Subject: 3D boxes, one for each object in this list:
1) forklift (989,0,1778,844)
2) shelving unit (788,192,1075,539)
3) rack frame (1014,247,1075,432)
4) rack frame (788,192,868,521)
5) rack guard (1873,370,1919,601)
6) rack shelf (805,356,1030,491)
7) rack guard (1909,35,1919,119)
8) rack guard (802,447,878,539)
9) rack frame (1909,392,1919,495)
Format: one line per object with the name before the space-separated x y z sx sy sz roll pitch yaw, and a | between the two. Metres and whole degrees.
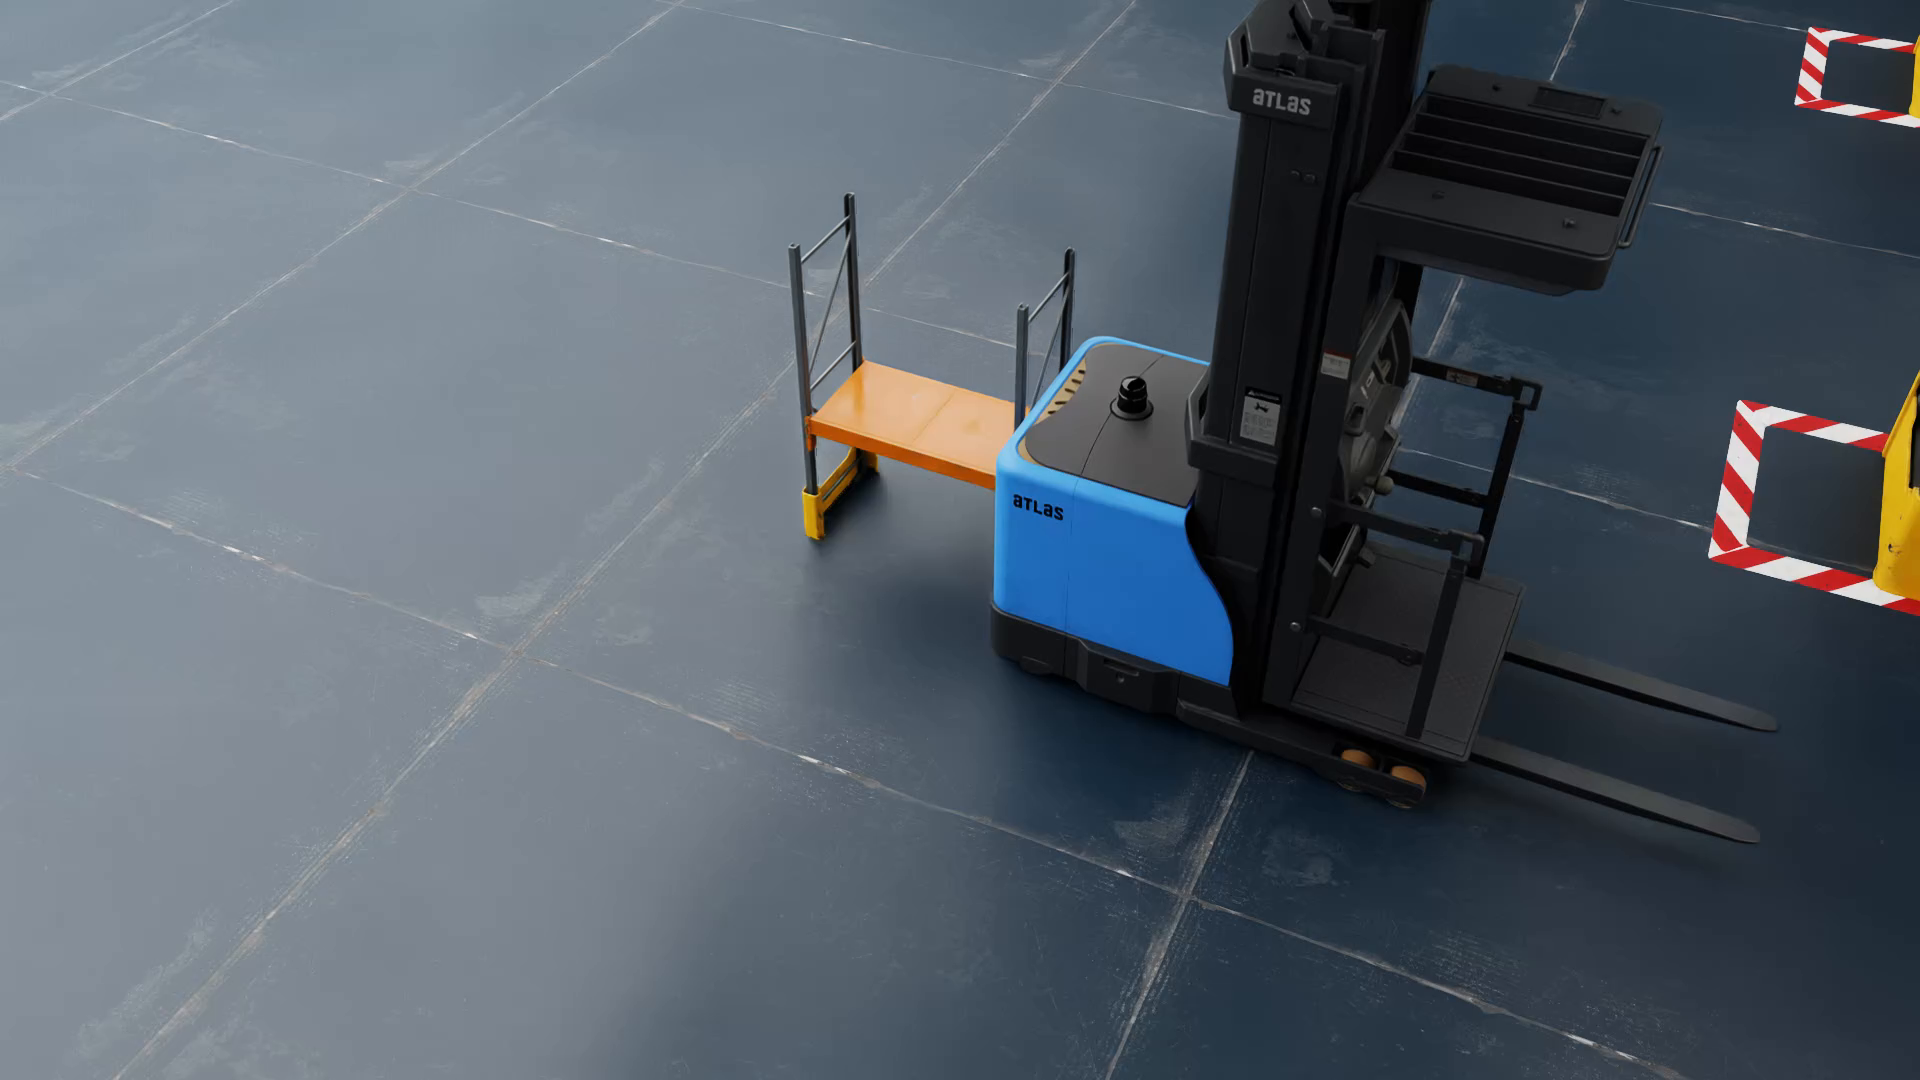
forklift | 1.679 -0.470 5.939 3.031 2.935 1.130 18 44 19
shelving unit | -0.106 -0.608 7.190 1.083 1.500 0.587 18 44 19
rack frame | 0.342 -0.463 7.023 0.032 1.500 0.500 18 44 19
rack frame | -0.570 -0.757 7.363 0.032 1.500 0.500 18 44 19
rack guard | 4.456 -0.273 7.567 0.348 0.500 1.175 17 44 19
rack shelf | -0.114 -0.474 7.311 1.000 0.185 0.538 18 44 19
rack guard | 6.570 -3.241 10.991 0.348 0.500 1.175 17 44 19
rack guard | -0.553 -0.280 7.766 0.087 0.250 0.587 18 44 19
rack frame | 4.387 -1.238 6.773 0.127 3.000 1.000 17 44 19
